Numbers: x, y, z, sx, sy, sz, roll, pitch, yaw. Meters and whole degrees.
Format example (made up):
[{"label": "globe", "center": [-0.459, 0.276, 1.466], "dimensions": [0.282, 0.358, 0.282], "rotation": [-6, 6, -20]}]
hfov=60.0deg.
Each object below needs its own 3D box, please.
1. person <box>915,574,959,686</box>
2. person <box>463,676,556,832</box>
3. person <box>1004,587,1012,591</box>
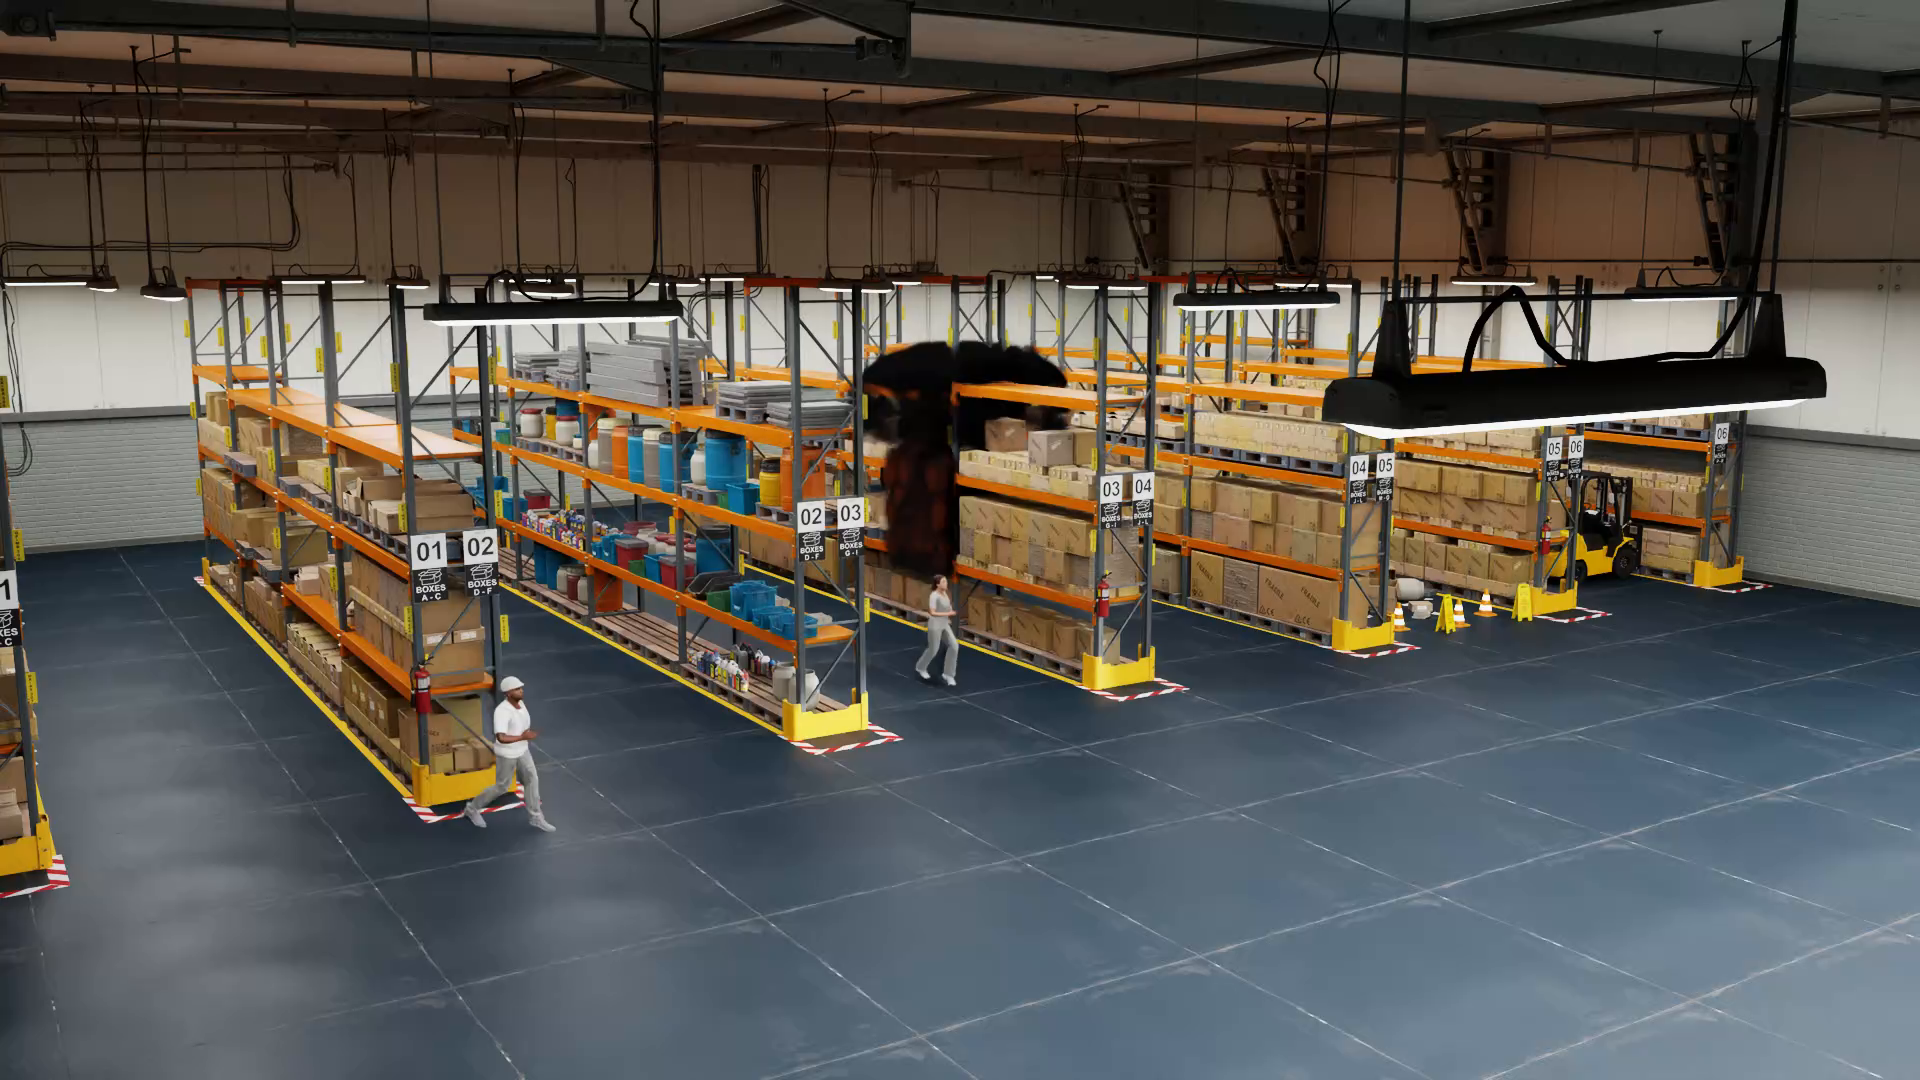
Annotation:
[{"label": "person", "center": [-0.361, 1.358, 25.045], "dimensions": [0.809, 1.743, 0.588], "rotation": [6, 11, 31]}, {"label": "person", "center": [-5.025, 2.383, 18.513], "dimensions": [0.985, 1.788, 0.711], "rotation": [2, 10, 10]}, {"label": "person", "center": [0.703, 0.143, 32.389], "dimensions": [0.564, 1.592, 0.921], "rotation": [-9, 13, -43]}]
